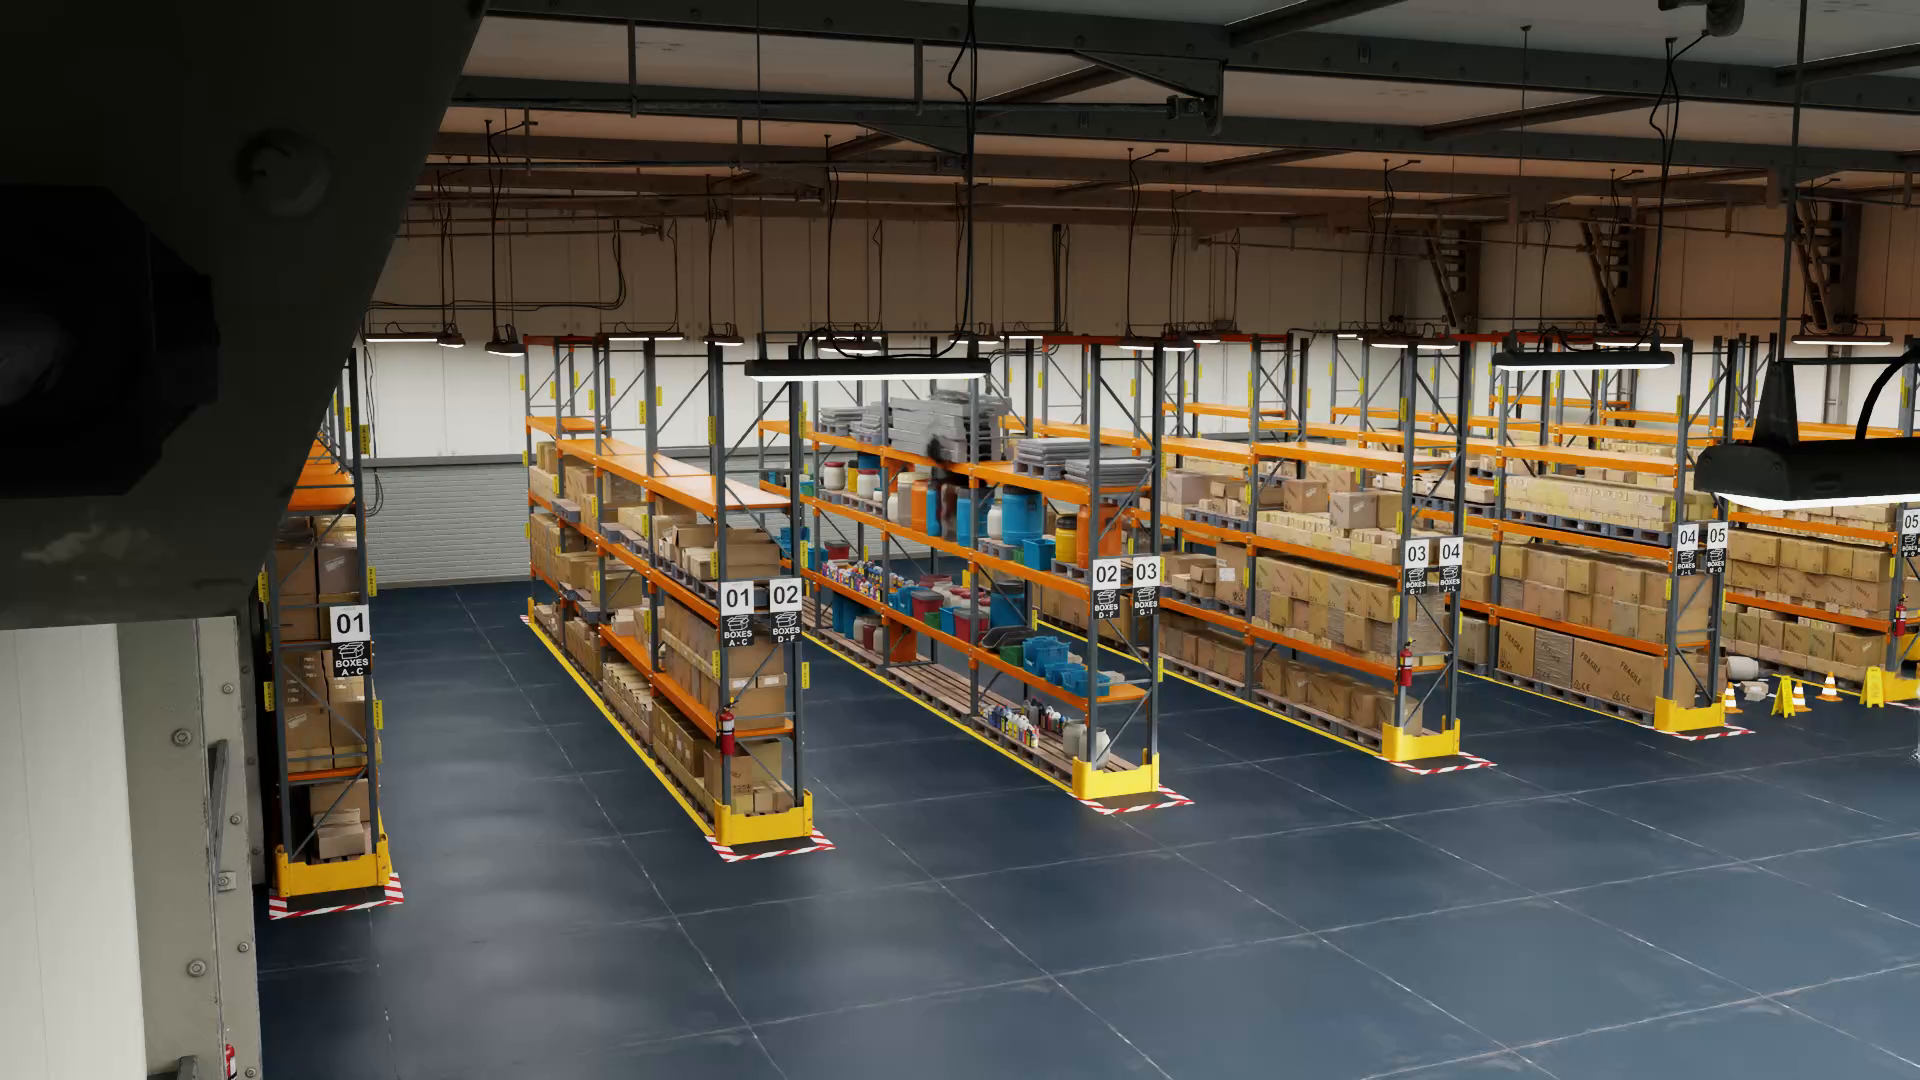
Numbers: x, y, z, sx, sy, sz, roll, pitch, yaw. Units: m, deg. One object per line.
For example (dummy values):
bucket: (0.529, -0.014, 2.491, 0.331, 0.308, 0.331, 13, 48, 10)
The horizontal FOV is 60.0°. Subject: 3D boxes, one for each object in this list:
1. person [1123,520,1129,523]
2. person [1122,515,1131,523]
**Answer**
person: (3.800, 0.319, 39.338, 0.744, 1.592, 0.597, -1, 8, -5)
person: (4.082, 0.089, 41.333, 0.736, 1.662, 0.771, -7, 10, -41)
